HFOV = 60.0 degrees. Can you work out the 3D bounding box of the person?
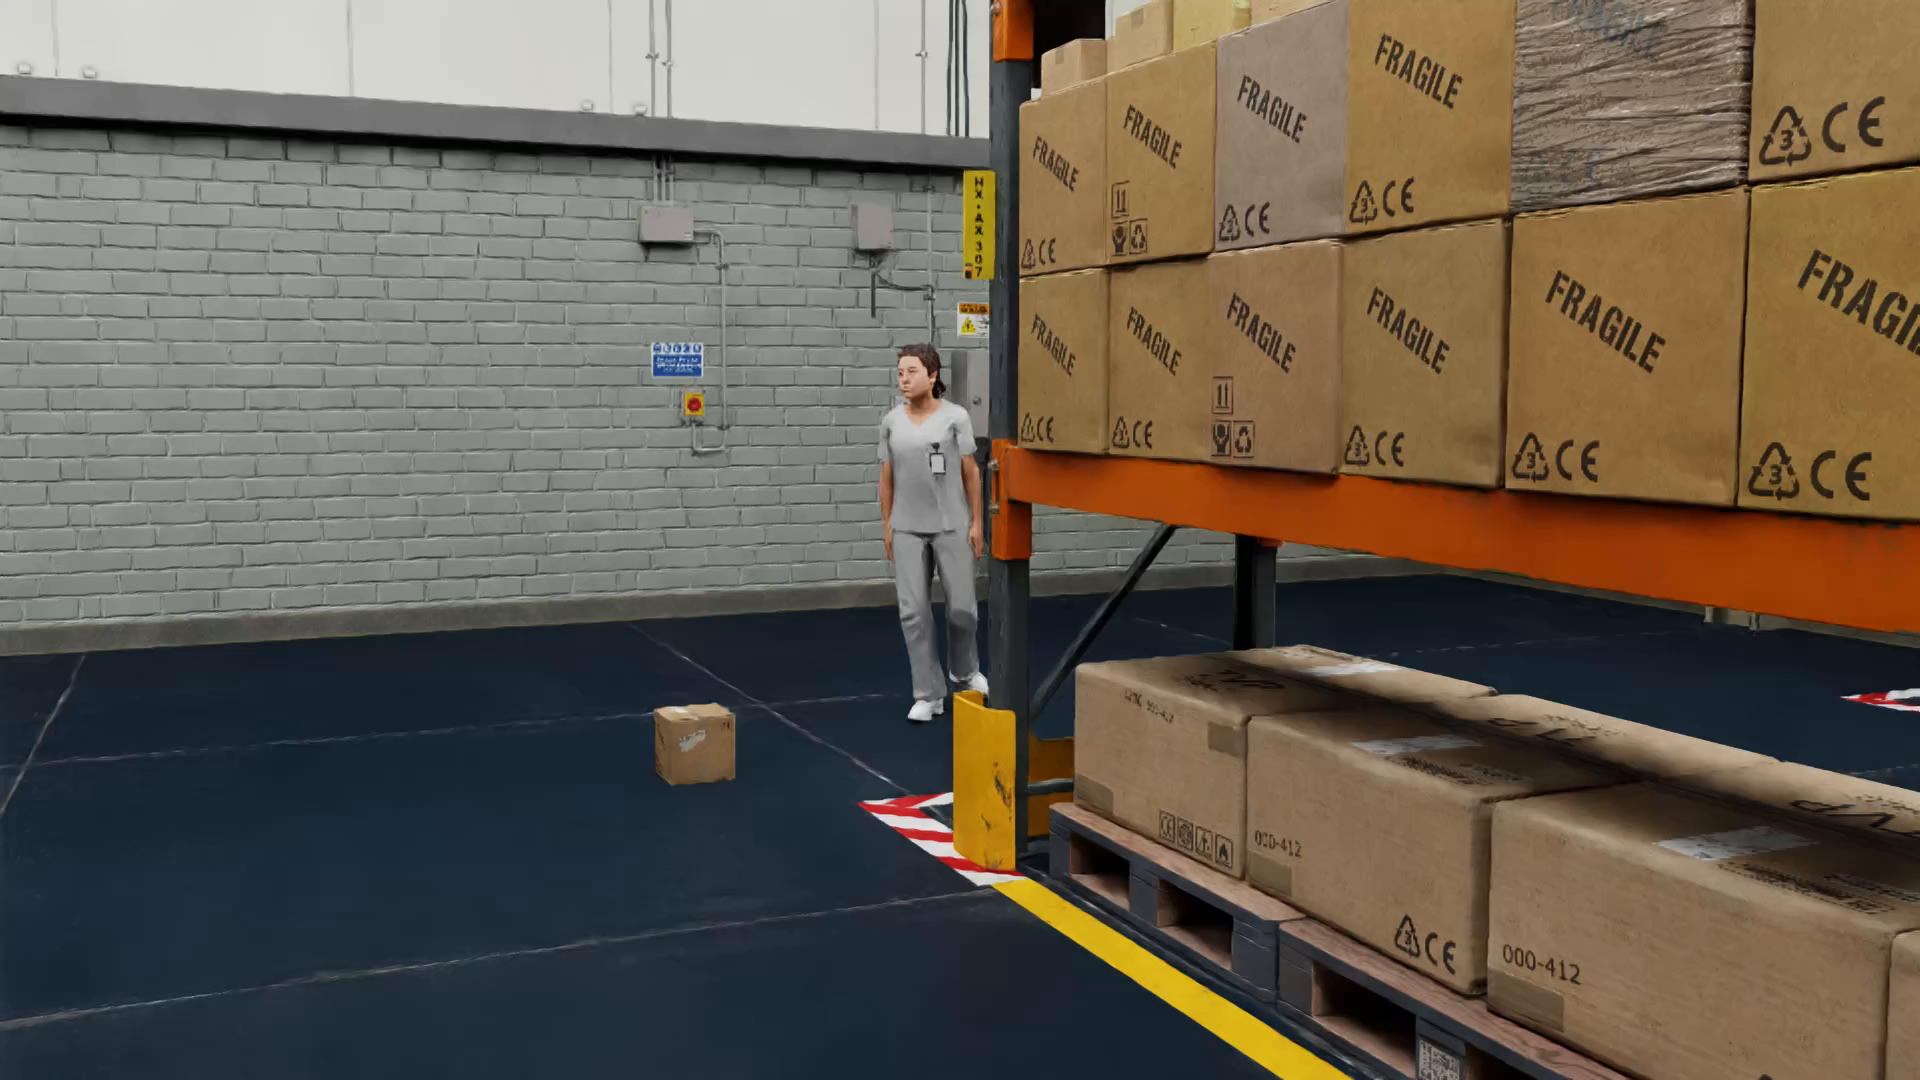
[{"bbox_3d":[-0.109,-0.044,7.453,0.504,1.663,0.530,1,6,11],"label":"person"}]
